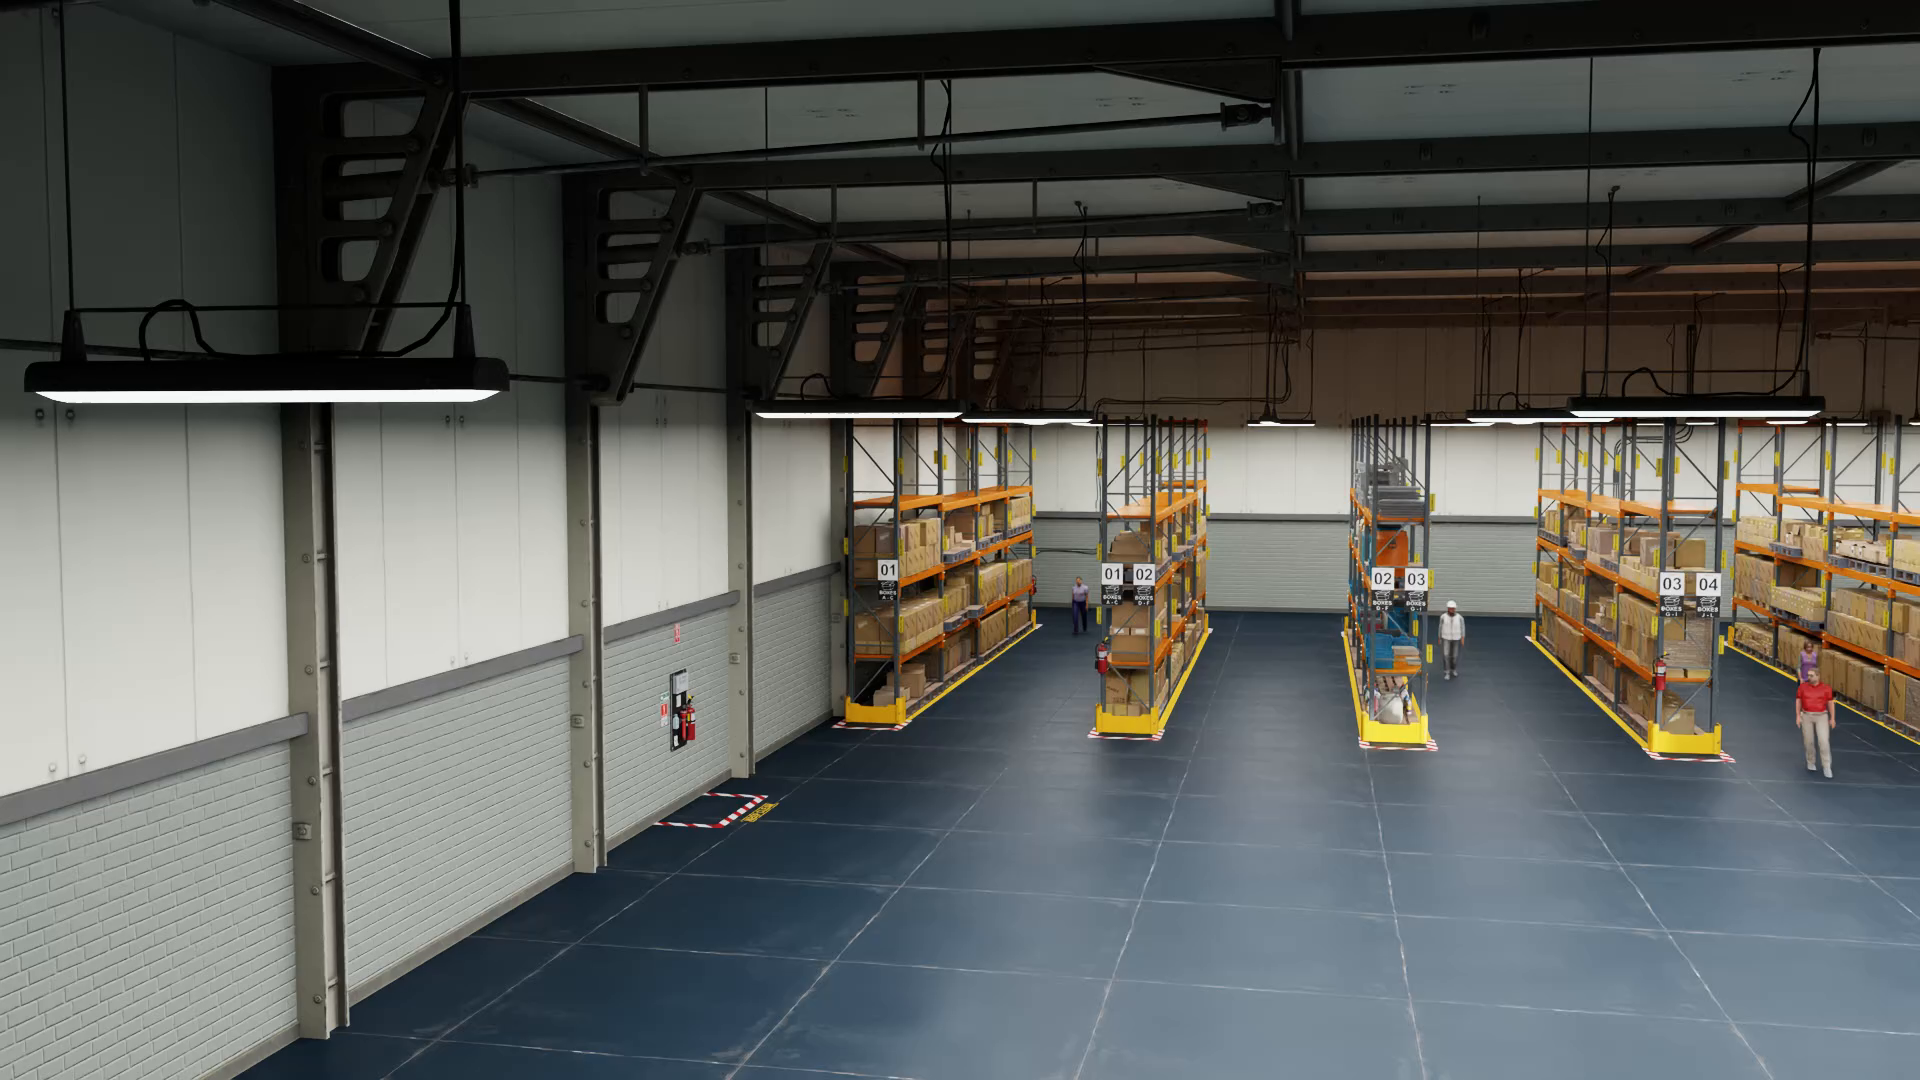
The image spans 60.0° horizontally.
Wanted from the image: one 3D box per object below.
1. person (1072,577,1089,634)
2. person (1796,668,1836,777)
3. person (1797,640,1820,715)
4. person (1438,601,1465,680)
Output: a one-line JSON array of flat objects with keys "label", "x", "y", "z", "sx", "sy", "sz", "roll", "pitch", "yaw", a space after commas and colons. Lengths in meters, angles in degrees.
[{"label": "person", "x": 3.375, "y": 1.809, "z": 46.539, "sx": 0.486, "sy": 1.602, "sz": 0.857, "roll": 1, "pitch": 4, "yaw": 9}, {"label": "person", "x": 14.272, "y": 3.017, "z": 27.739, "sx": 0.649, "sy": 1.732, "sz": 0.661, "roll": 3, "pitch": 5, "yaw": 37}, {"label": "person", "x": 16.697, "y": 2.766, "z": 32.719, "sx": 0.435, "sy": 1.511, "sz": 0.942, "roll": 1, "pitch": 4, "yaw": 21}, {"label": "person", "x": 11.331, "y": 2.299, "z": 38.299, "sx": 0.589, "sy": 1.804, "sz": 0.650, "roll": 1, "pitch": 4, "yaw": 14}]
